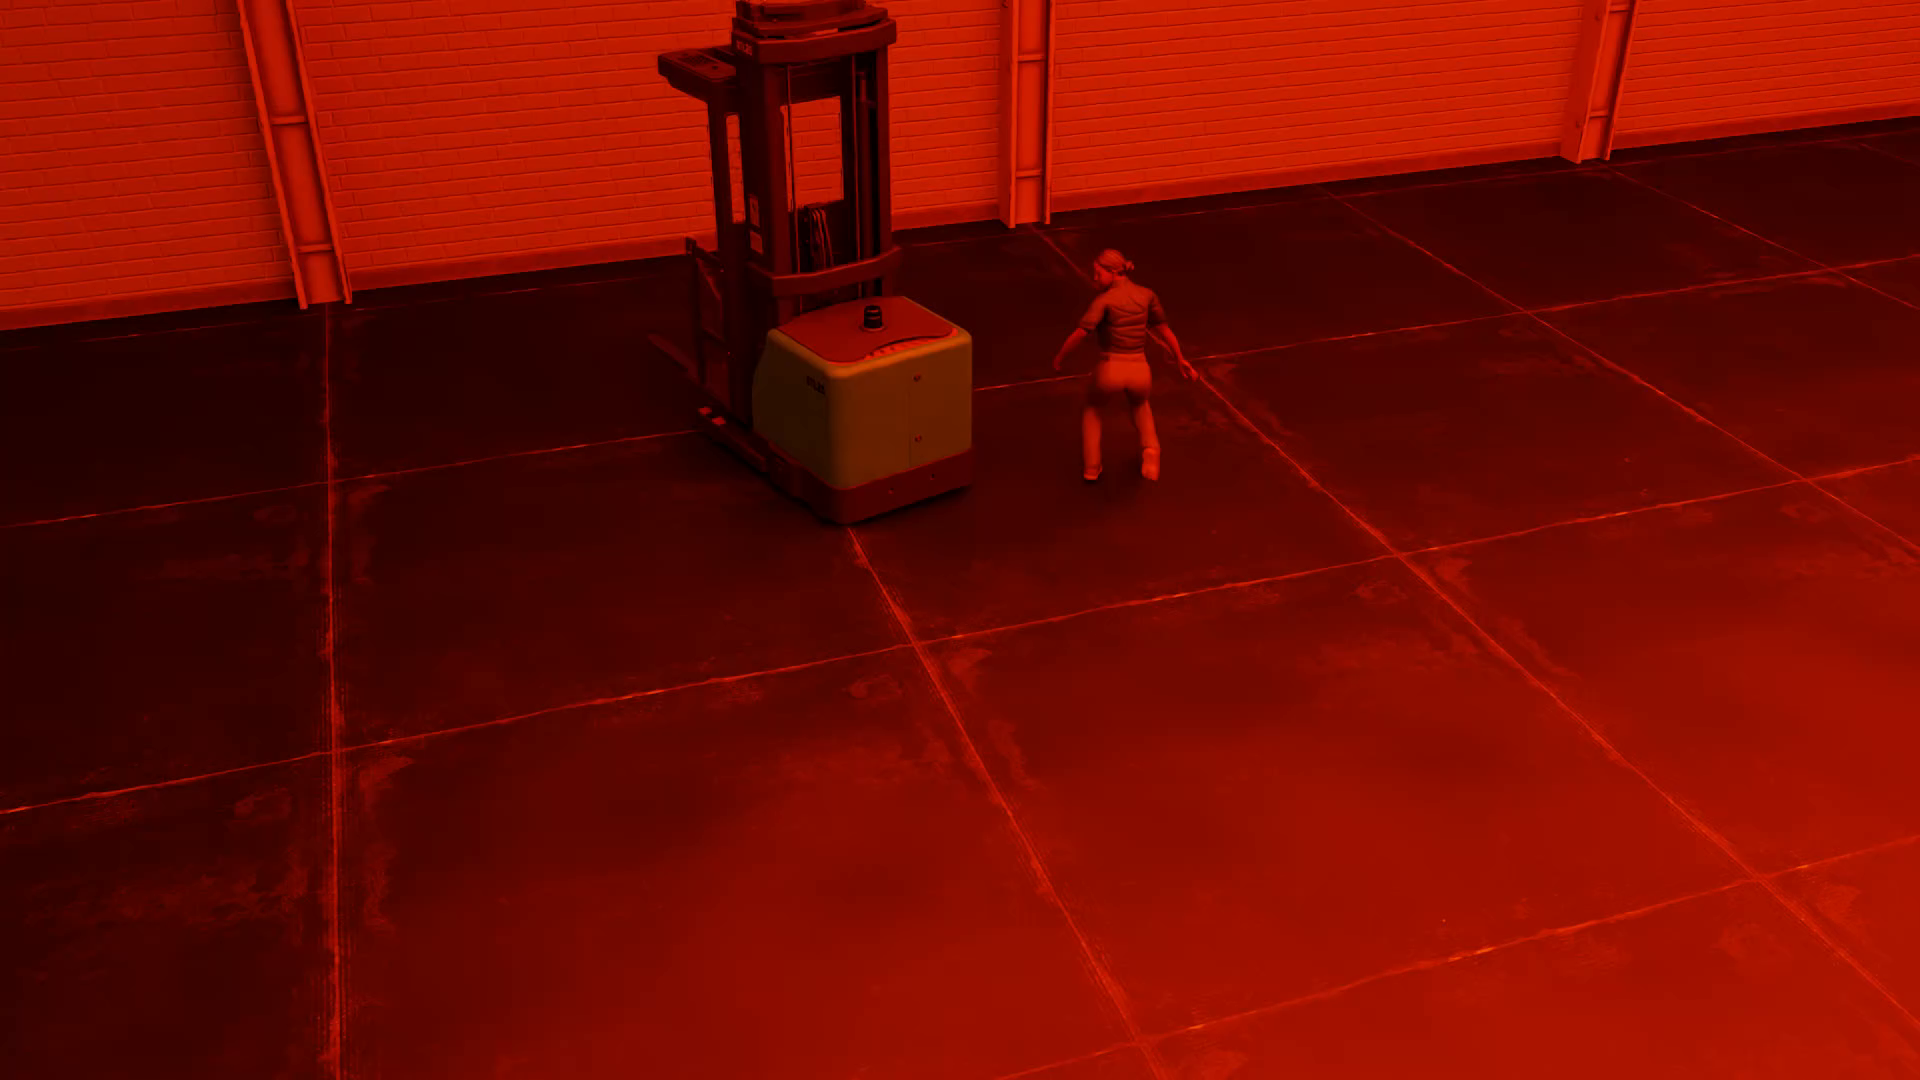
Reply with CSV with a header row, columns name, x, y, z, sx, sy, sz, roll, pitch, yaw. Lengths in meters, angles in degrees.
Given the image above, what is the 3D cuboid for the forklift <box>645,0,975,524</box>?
name,x,y,z,sx,sy,sz,roll,pitch,yaw
forklift,-1.166,-2.052,10.654,1.130,2.935,3.031,-19,35,-30

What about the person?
name,x,y,z,sx,sy,sz,roll,pitch,yaw
person,1.054,-1.071,10.463,0.885,1.503,0.493,-8,31,-14
